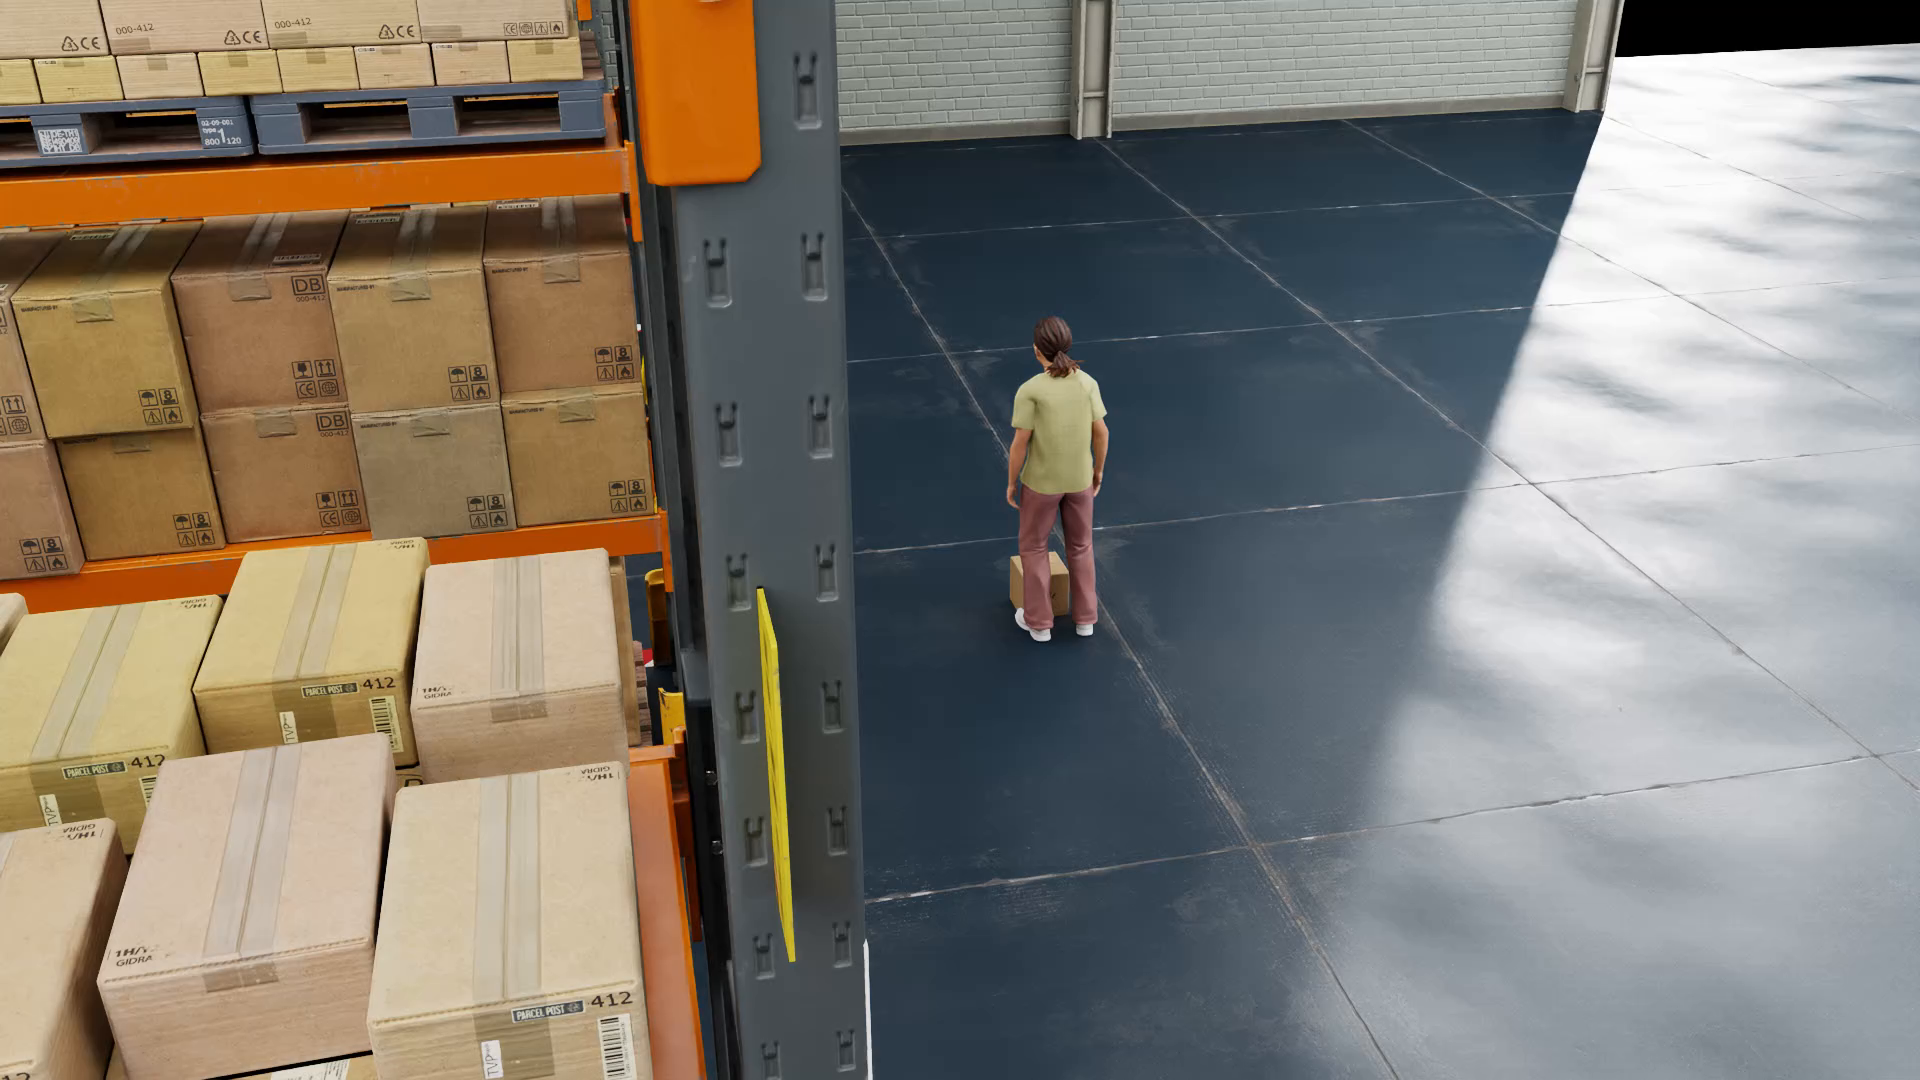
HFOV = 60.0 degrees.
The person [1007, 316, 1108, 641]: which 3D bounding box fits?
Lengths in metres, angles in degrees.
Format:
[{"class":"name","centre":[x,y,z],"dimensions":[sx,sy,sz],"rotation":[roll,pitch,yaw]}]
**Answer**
[{"class":"person","centre":[0.470,-0.290,8.191],"dimensions":[0.521,1.672,0.346],"rotation":[-7,28,-14]}]
